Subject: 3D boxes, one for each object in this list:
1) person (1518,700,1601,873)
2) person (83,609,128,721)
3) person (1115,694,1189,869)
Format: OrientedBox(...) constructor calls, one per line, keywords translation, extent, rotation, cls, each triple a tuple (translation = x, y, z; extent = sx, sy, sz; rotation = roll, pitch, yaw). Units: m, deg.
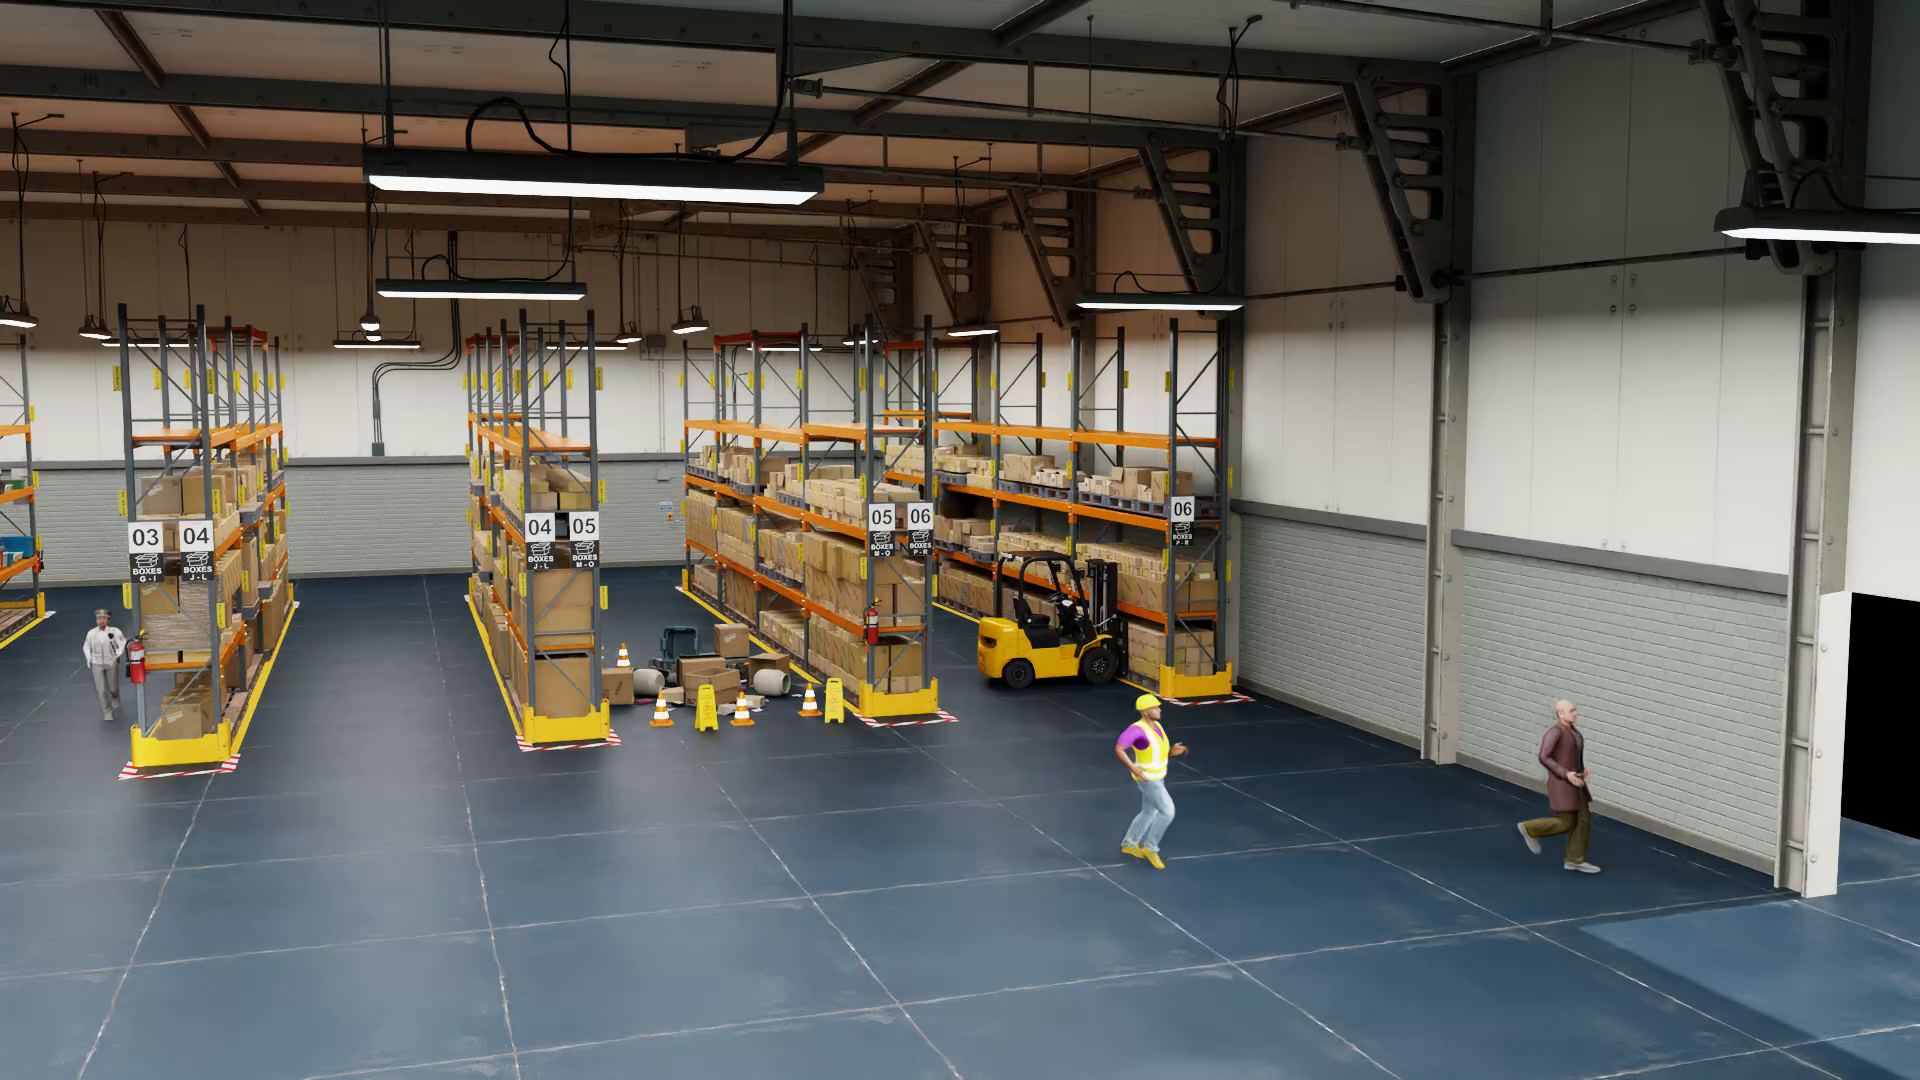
OrientedBox(translation=(6.199, 2.508, 17.098), extent=(0.726, 1.745, 0.865), rotation=(-5, 8, -44), cls="person")
OrientedBox(translation=(-12.691, 1.838, 24.696), extent=(0.606, 1.654, 0.580), rotation=(-2, 6, -18), cls="person")
OrientedBox(translation=(1.996, 2.499, 17.241), extent=(0.696, 1.809, 0.674), rotation=(2, 6, 23), cls="person")
